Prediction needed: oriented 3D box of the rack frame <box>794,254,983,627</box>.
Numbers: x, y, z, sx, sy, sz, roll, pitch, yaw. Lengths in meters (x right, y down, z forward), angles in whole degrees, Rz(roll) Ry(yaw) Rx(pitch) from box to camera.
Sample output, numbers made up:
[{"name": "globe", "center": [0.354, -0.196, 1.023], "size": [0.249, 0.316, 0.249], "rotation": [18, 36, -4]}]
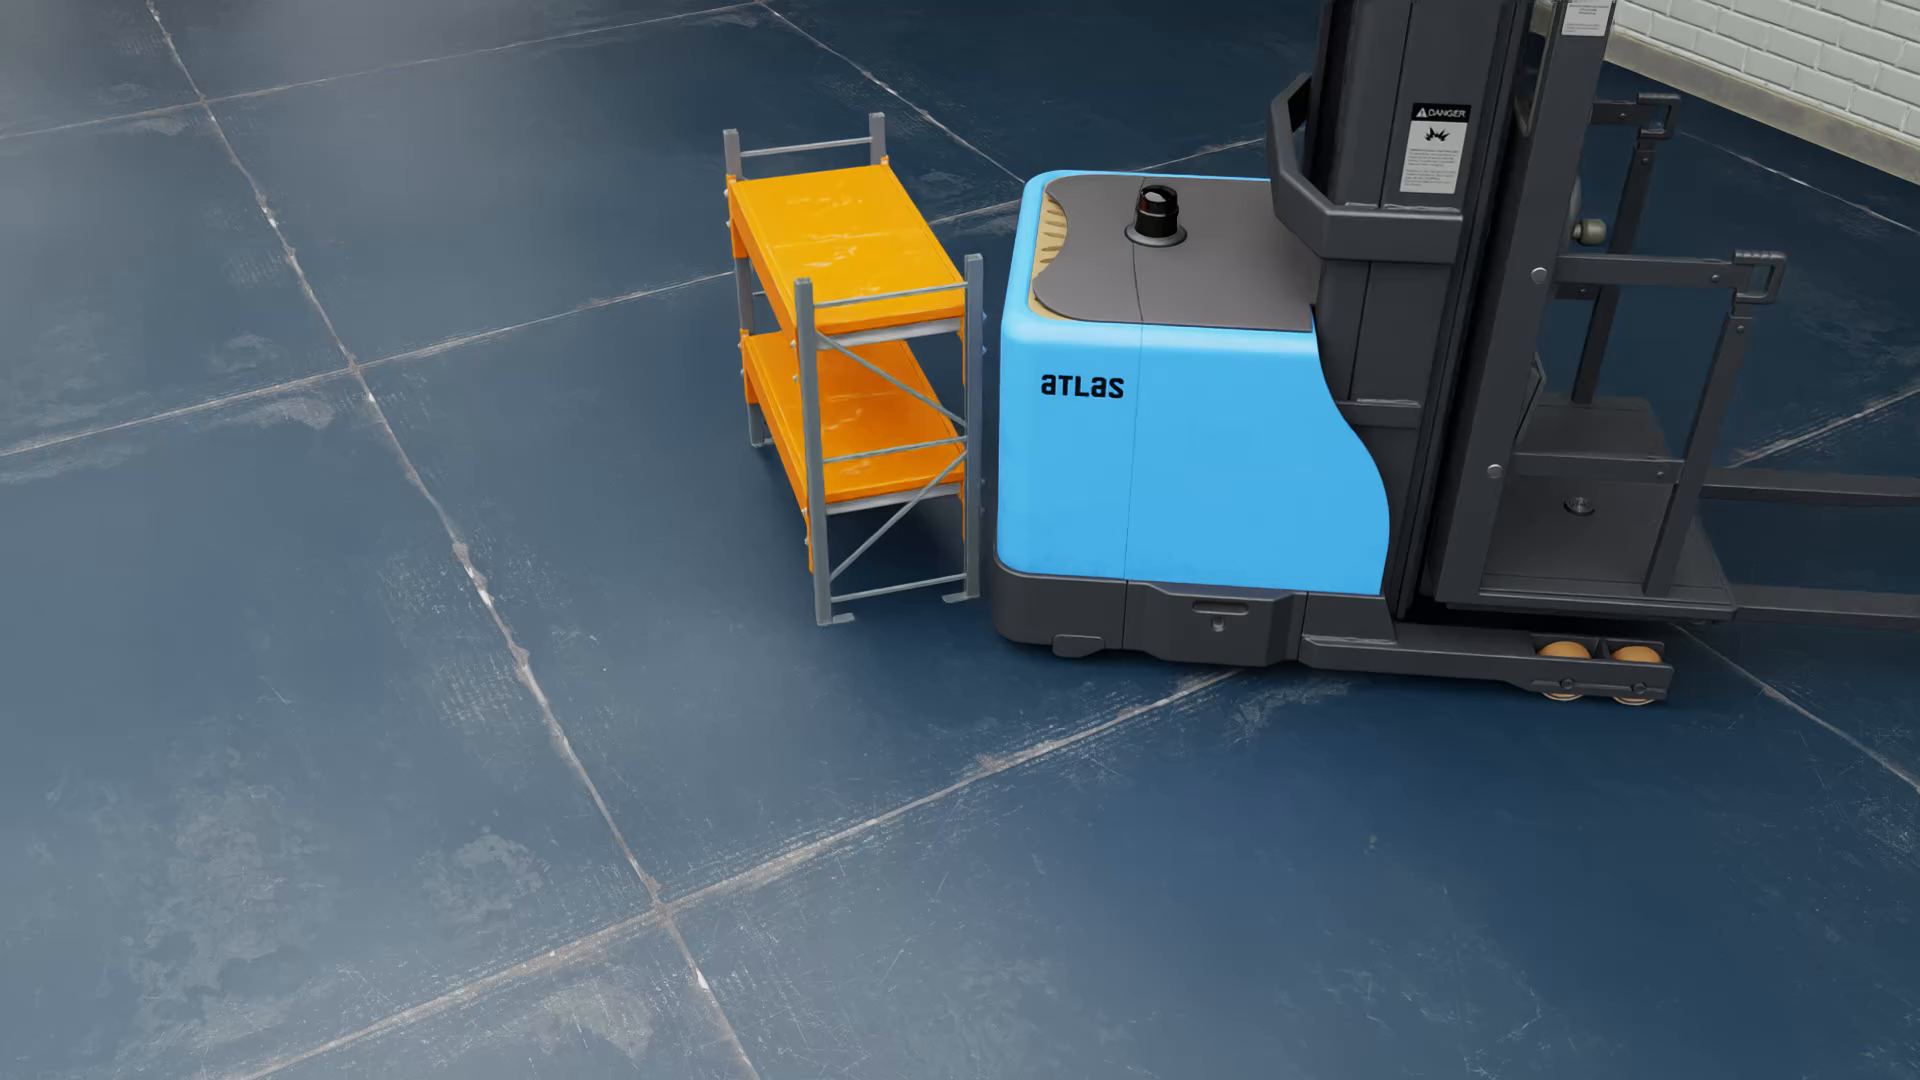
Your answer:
[{"name": "rack frame", "center": [-0.182, -0.249, 4.637], "size": [0.500, 1.125, 0.032], "rotation": [-10, 37, -13]}]

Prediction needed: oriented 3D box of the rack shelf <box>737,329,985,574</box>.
[{"name": "rack shelf", "center": [-0.329, -0.338, 5.174], "size": [0.538, 0.278, 1.000], "rotation": [-10, 37, -13]}]

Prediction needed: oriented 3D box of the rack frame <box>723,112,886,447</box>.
[{"name": "rack frame", "center": [-0.475, -0.823, 5.423], "size": [0.500, 1.125, 0.032], "rotation": [-10, 37, -13]}]

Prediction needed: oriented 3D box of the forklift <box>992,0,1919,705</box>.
[{"name": "forklift", "center": [1.642, -1.055, 4.210], "size": [3.031, 2.935, 1.130], "rotation": [3, 36, 5]}]

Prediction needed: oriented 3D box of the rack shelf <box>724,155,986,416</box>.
[{"name": "rack shelf", "center": [-0.329, -0.772, 4.857], "size": [0.538, 0.278, 1.000], "rotation": [-10, 37, -13]}]

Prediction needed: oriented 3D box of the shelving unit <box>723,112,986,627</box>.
[{"name": "shelving unit", "center": [-0.329, -0.536, 5.030], "size": [0.538, 1.125, 1.048], "rotation": [-10, 37, -13]}]
